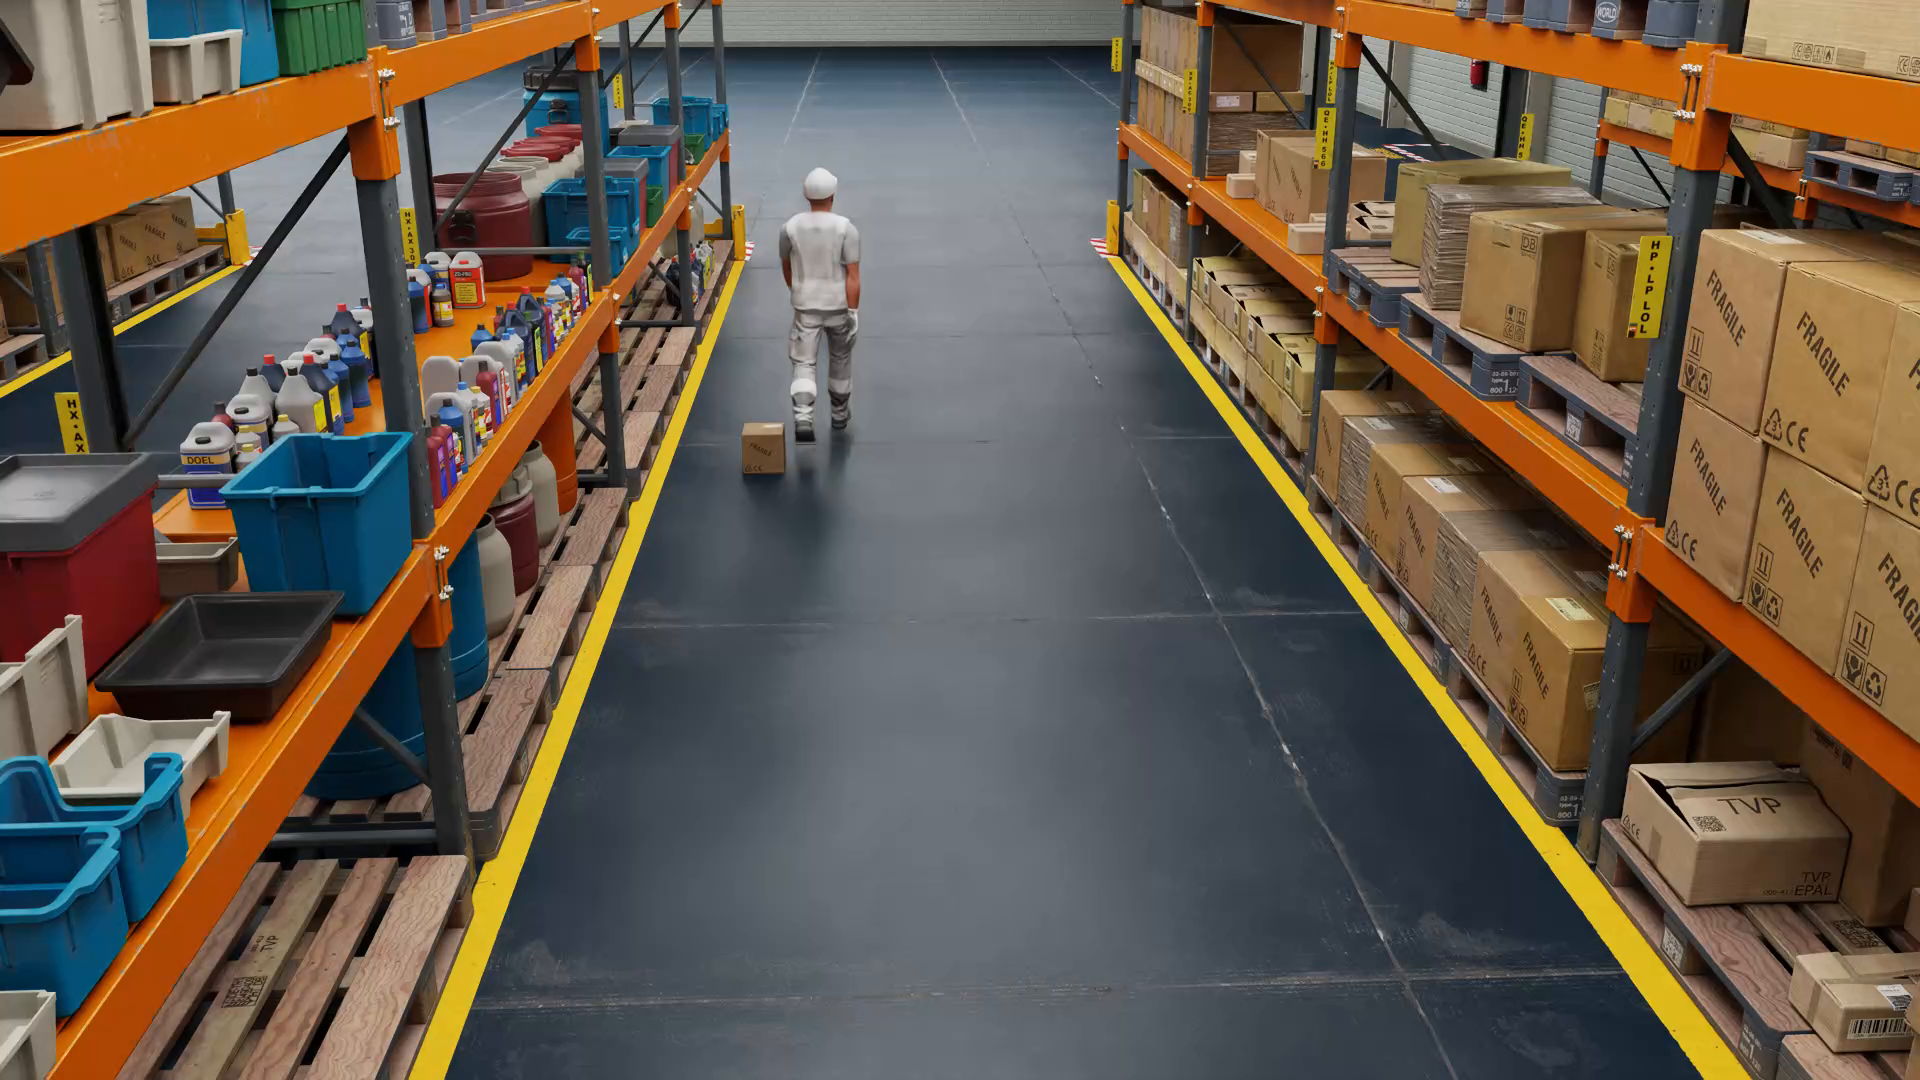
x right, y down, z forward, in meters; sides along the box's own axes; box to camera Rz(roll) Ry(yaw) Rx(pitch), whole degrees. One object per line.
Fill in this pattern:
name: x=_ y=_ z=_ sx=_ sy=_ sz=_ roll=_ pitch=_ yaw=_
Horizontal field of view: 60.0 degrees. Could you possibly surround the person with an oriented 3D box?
person: x=-0.881 y=-1.485 z=10.591 sx=0.520 sy=1.747 sz=1.020 roll=0 pitch=20 yaw=-1
